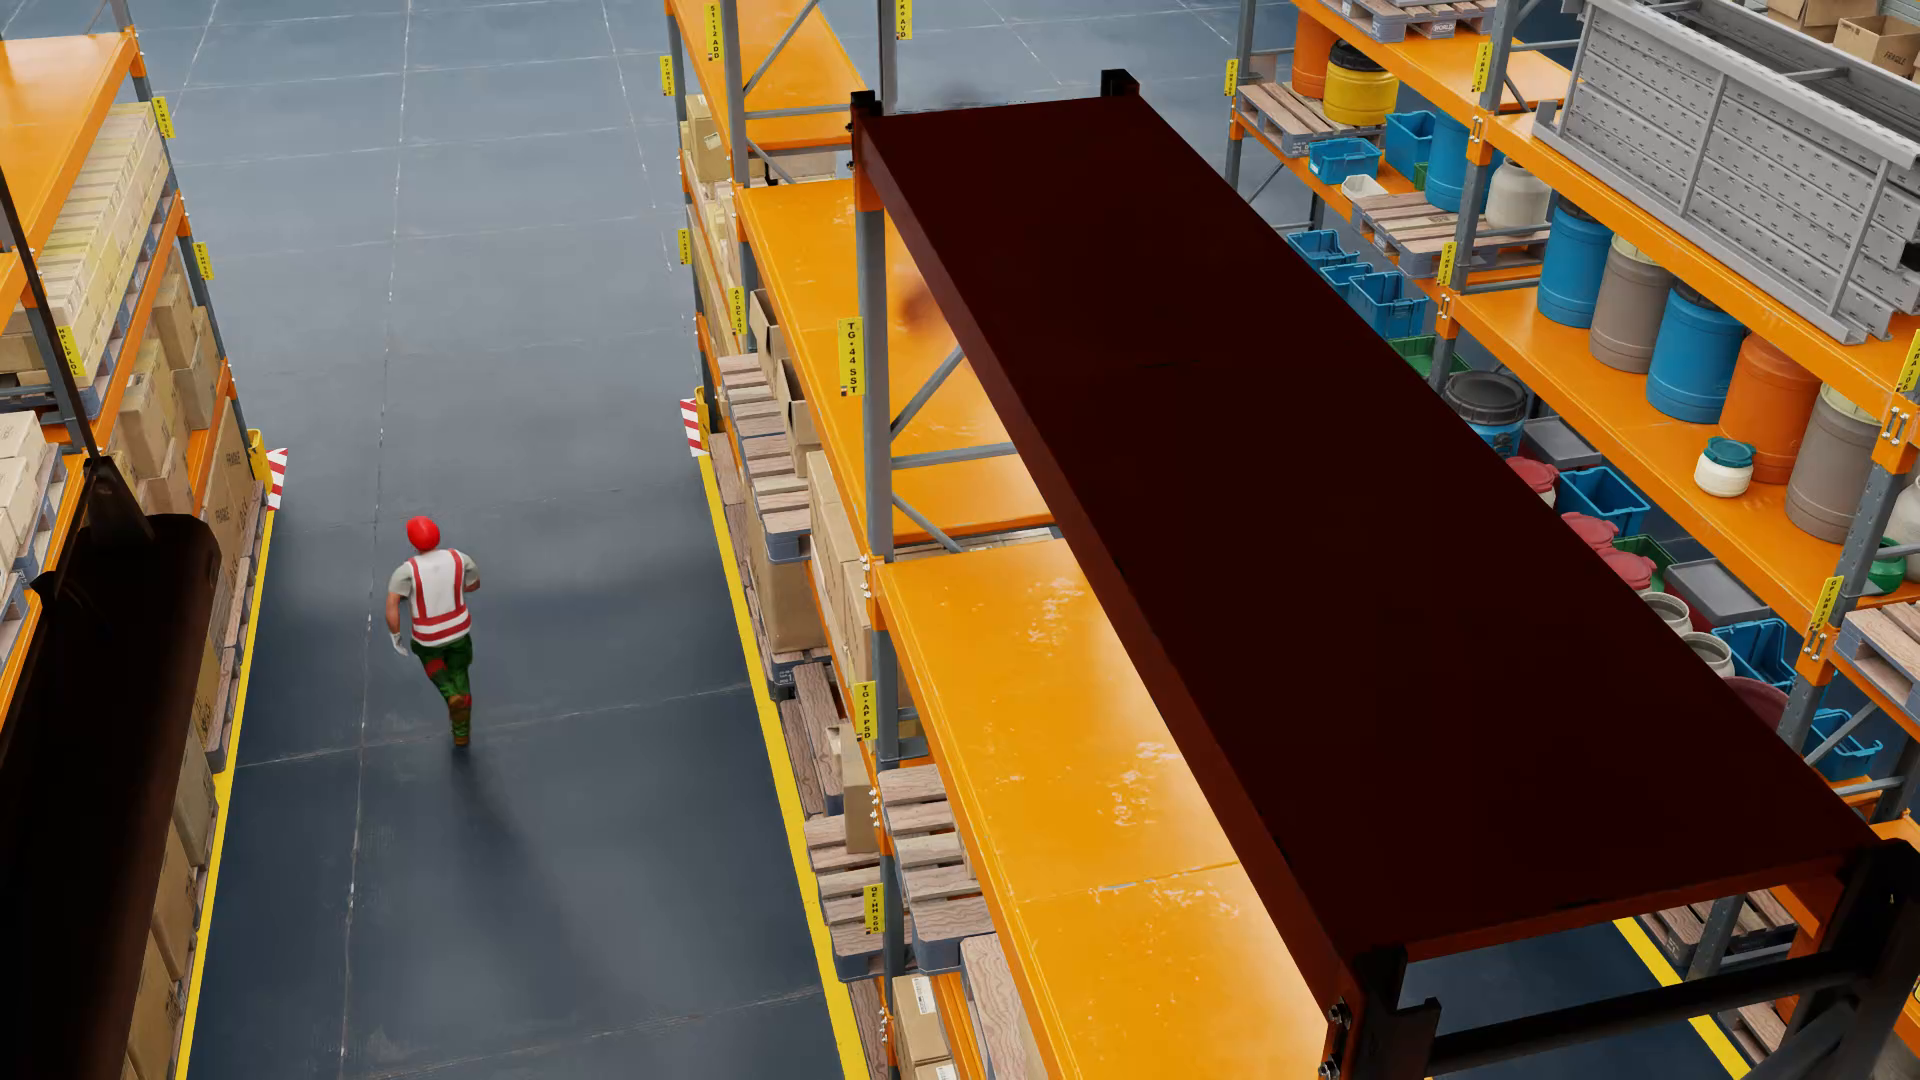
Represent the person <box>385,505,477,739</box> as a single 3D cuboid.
[{"bbox_3d":[-3.688,0.538,11.716,0.699,1.730,0.794,-19,39,-26],"label":"person"}]
